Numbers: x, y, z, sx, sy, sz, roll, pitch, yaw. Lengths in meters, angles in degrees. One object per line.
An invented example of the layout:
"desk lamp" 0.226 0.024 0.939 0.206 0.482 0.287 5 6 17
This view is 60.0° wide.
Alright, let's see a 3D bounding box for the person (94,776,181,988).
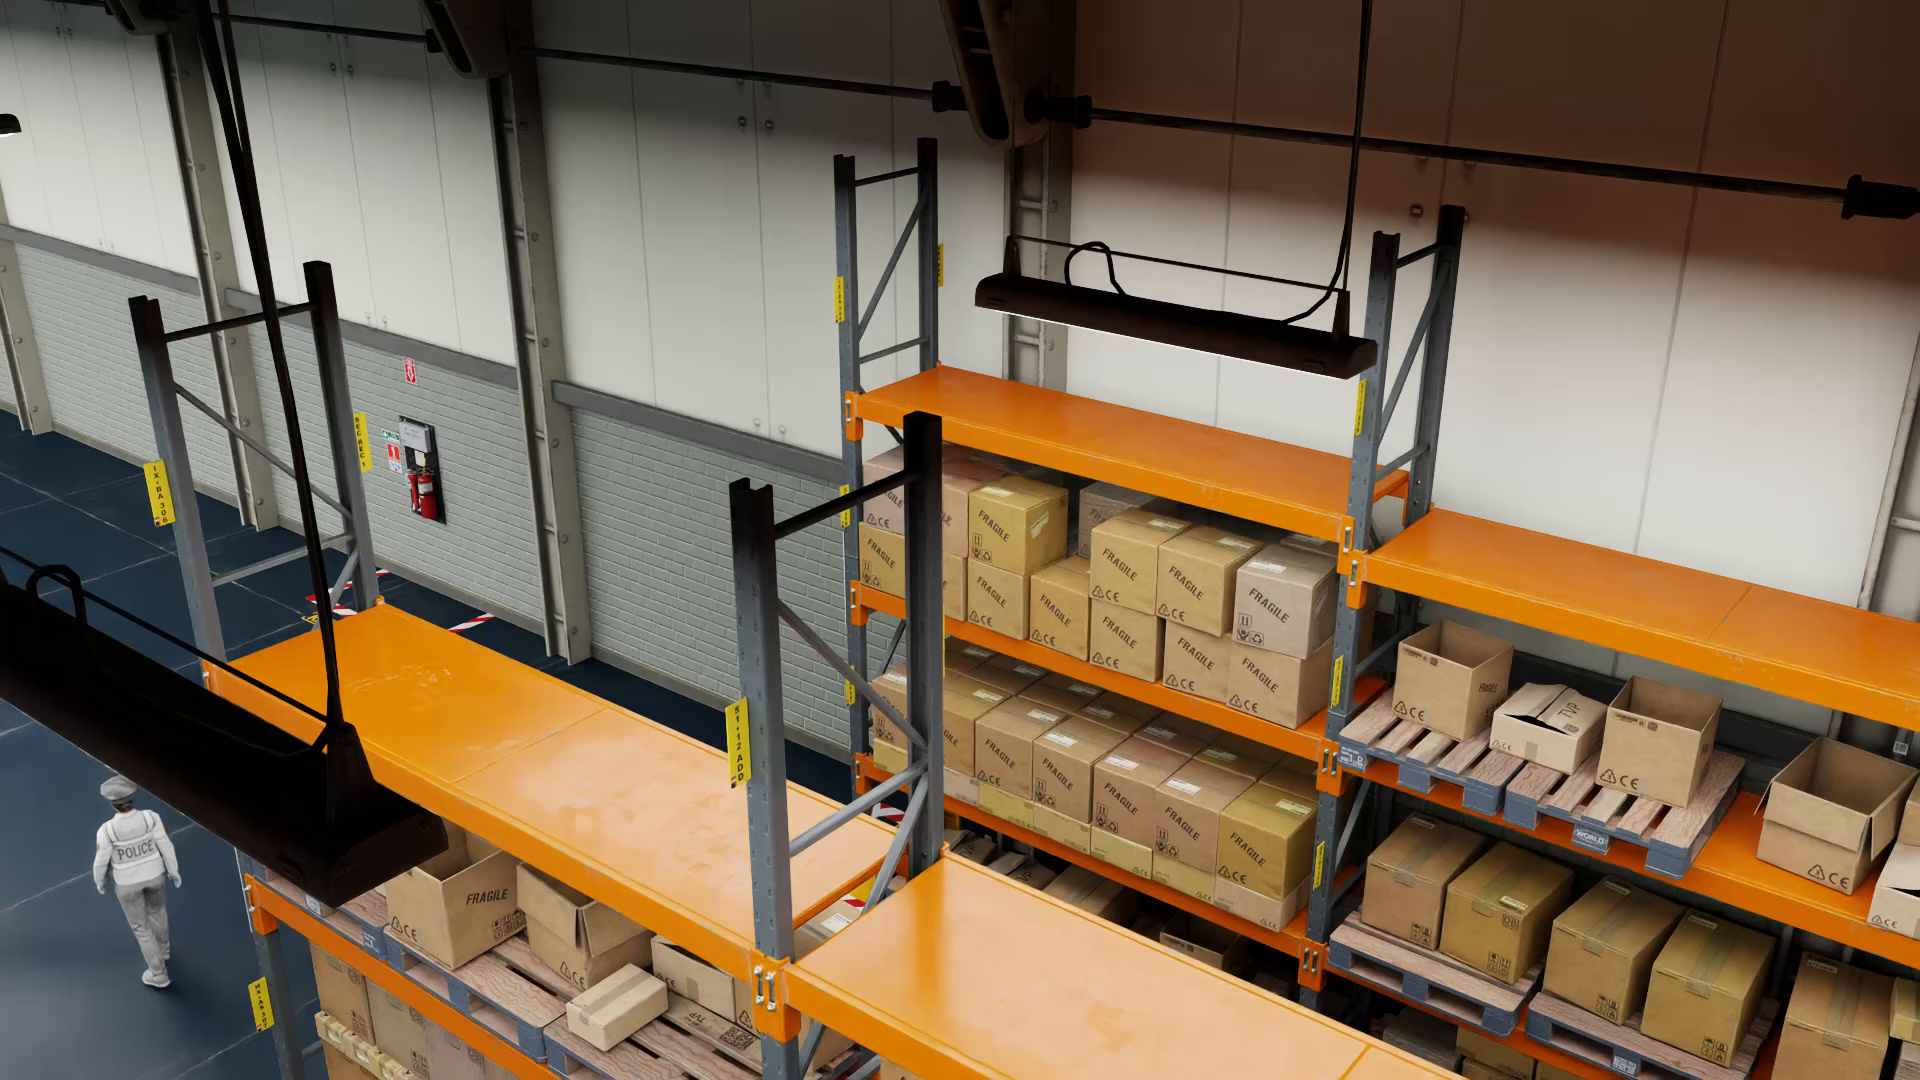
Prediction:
"person" -6.155 2.535 12.446 0.543 1.681 0.631 -19 29 -37
